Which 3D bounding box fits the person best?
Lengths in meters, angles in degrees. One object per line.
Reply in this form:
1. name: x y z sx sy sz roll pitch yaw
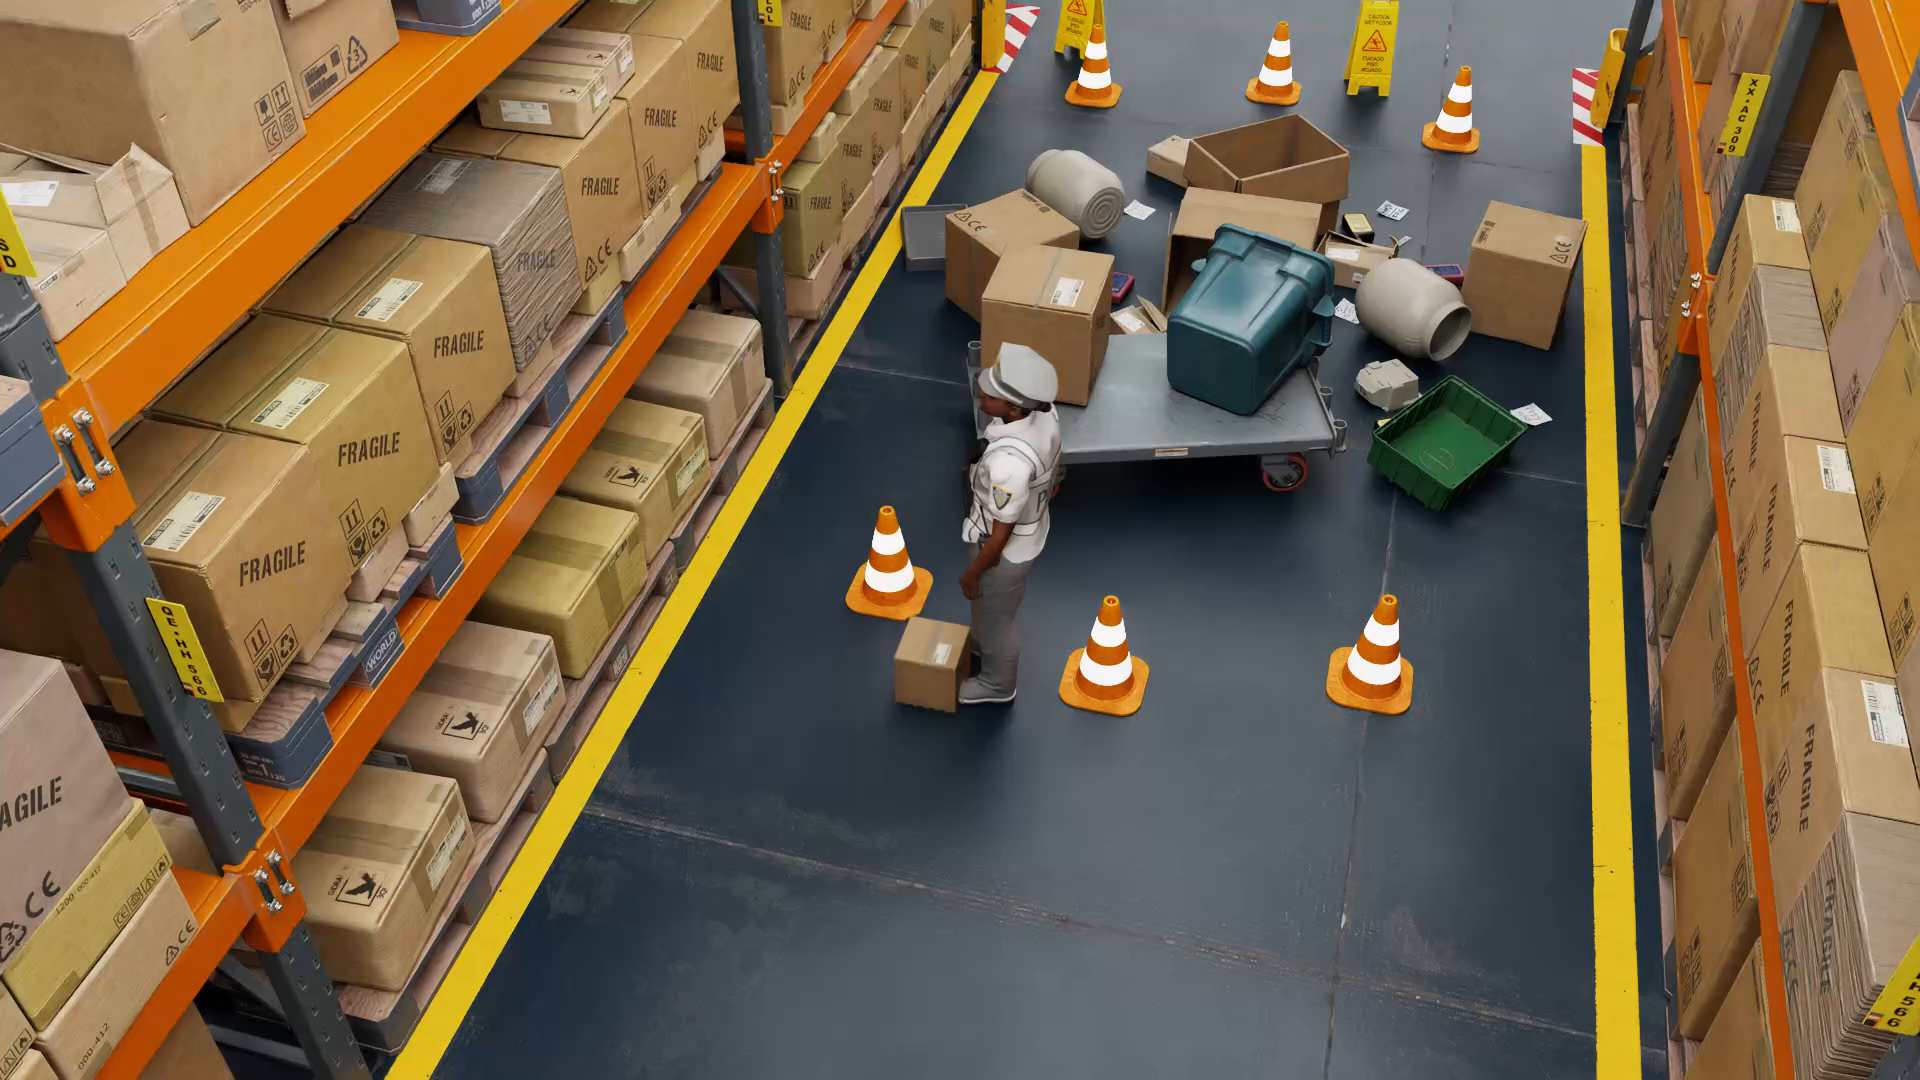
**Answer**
1. person: 0.096 -0.041 6.165 0.530 1.696 0.566 10 42 11
